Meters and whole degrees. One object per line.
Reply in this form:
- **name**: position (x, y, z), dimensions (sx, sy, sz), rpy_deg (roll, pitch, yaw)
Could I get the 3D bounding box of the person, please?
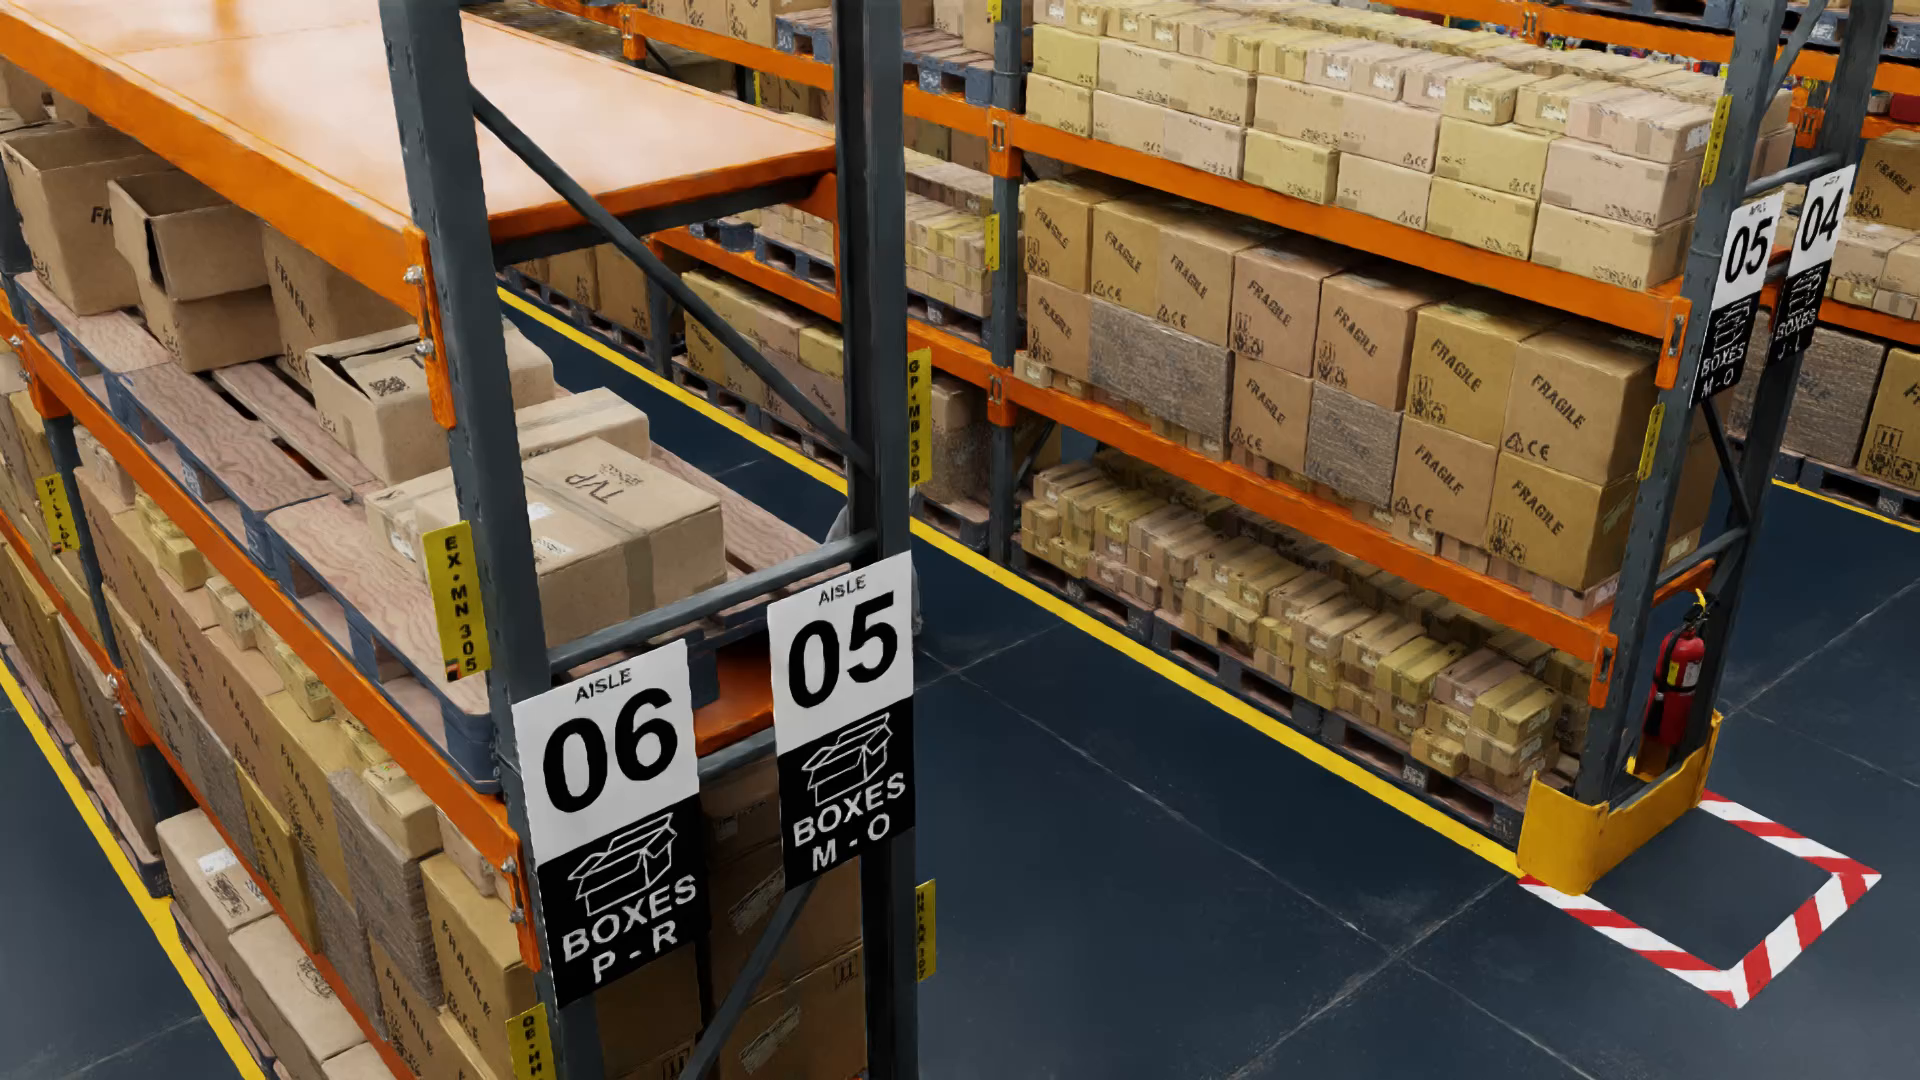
- **person**: position (-0.475, -0.236, 9.154), dimensions (0.514, 1.750, 0.633), rpy_deg (12, 30, 22)
